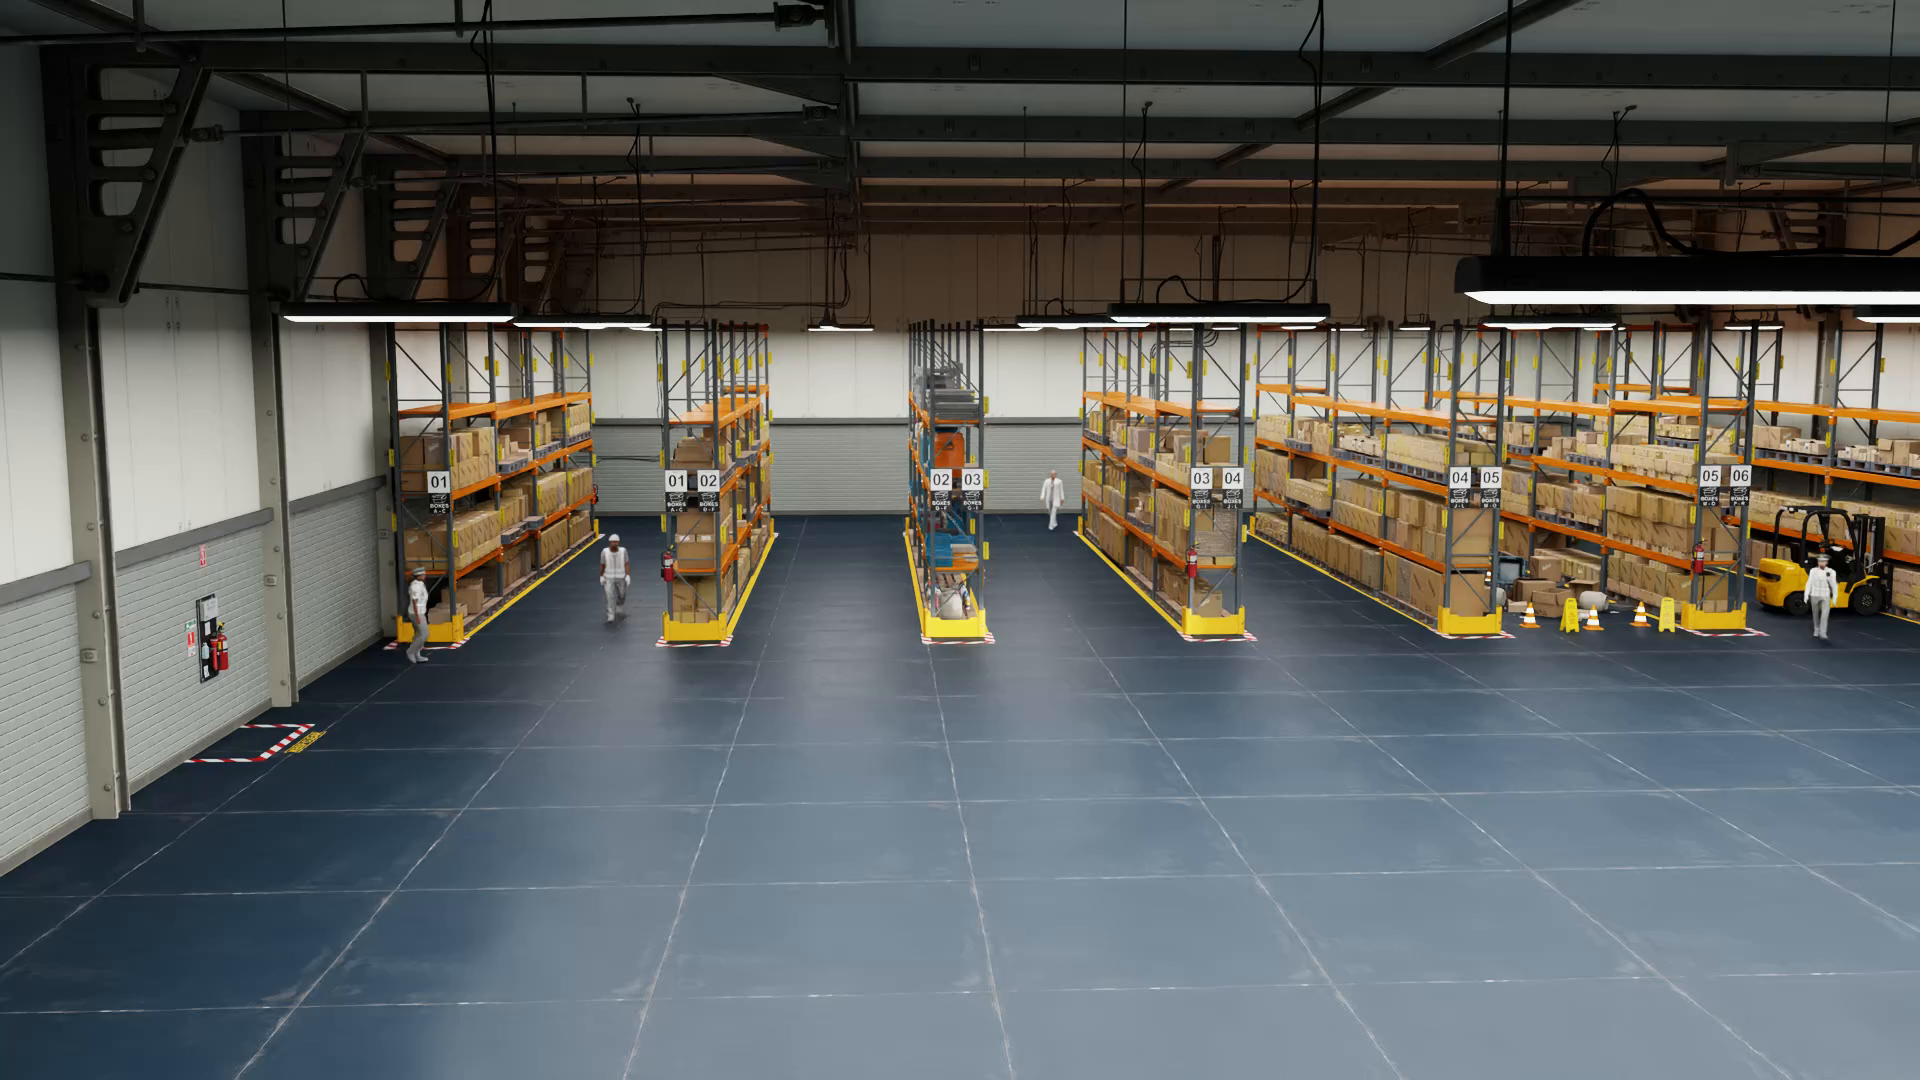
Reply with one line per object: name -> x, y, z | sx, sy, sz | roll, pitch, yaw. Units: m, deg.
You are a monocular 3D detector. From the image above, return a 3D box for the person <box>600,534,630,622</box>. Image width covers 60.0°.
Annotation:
person -> -6.948, 0.741, 33.458 | 0.573, 1.727, 1.057 | -3, 8, -20

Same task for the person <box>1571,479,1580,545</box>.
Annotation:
person -> 16.745, -0.748, 45.220 | 0.598, 1.788, 0.476 | -6, 9, -40

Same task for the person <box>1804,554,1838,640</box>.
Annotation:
person -> 16.104, 1.064, 31.111 | 0.536, 1.611, 1.060 | 5, 9, 35

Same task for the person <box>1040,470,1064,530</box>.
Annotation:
person -> 2.693, -1.183, 48.823 | 0.616, 1.727, 1.122 | 3, 8, 21

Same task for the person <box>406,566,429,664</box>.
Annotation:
person -> -9.465, 1.299, 29.026 | 0.427, 1.678, 0.480 | -1, 7, -8
